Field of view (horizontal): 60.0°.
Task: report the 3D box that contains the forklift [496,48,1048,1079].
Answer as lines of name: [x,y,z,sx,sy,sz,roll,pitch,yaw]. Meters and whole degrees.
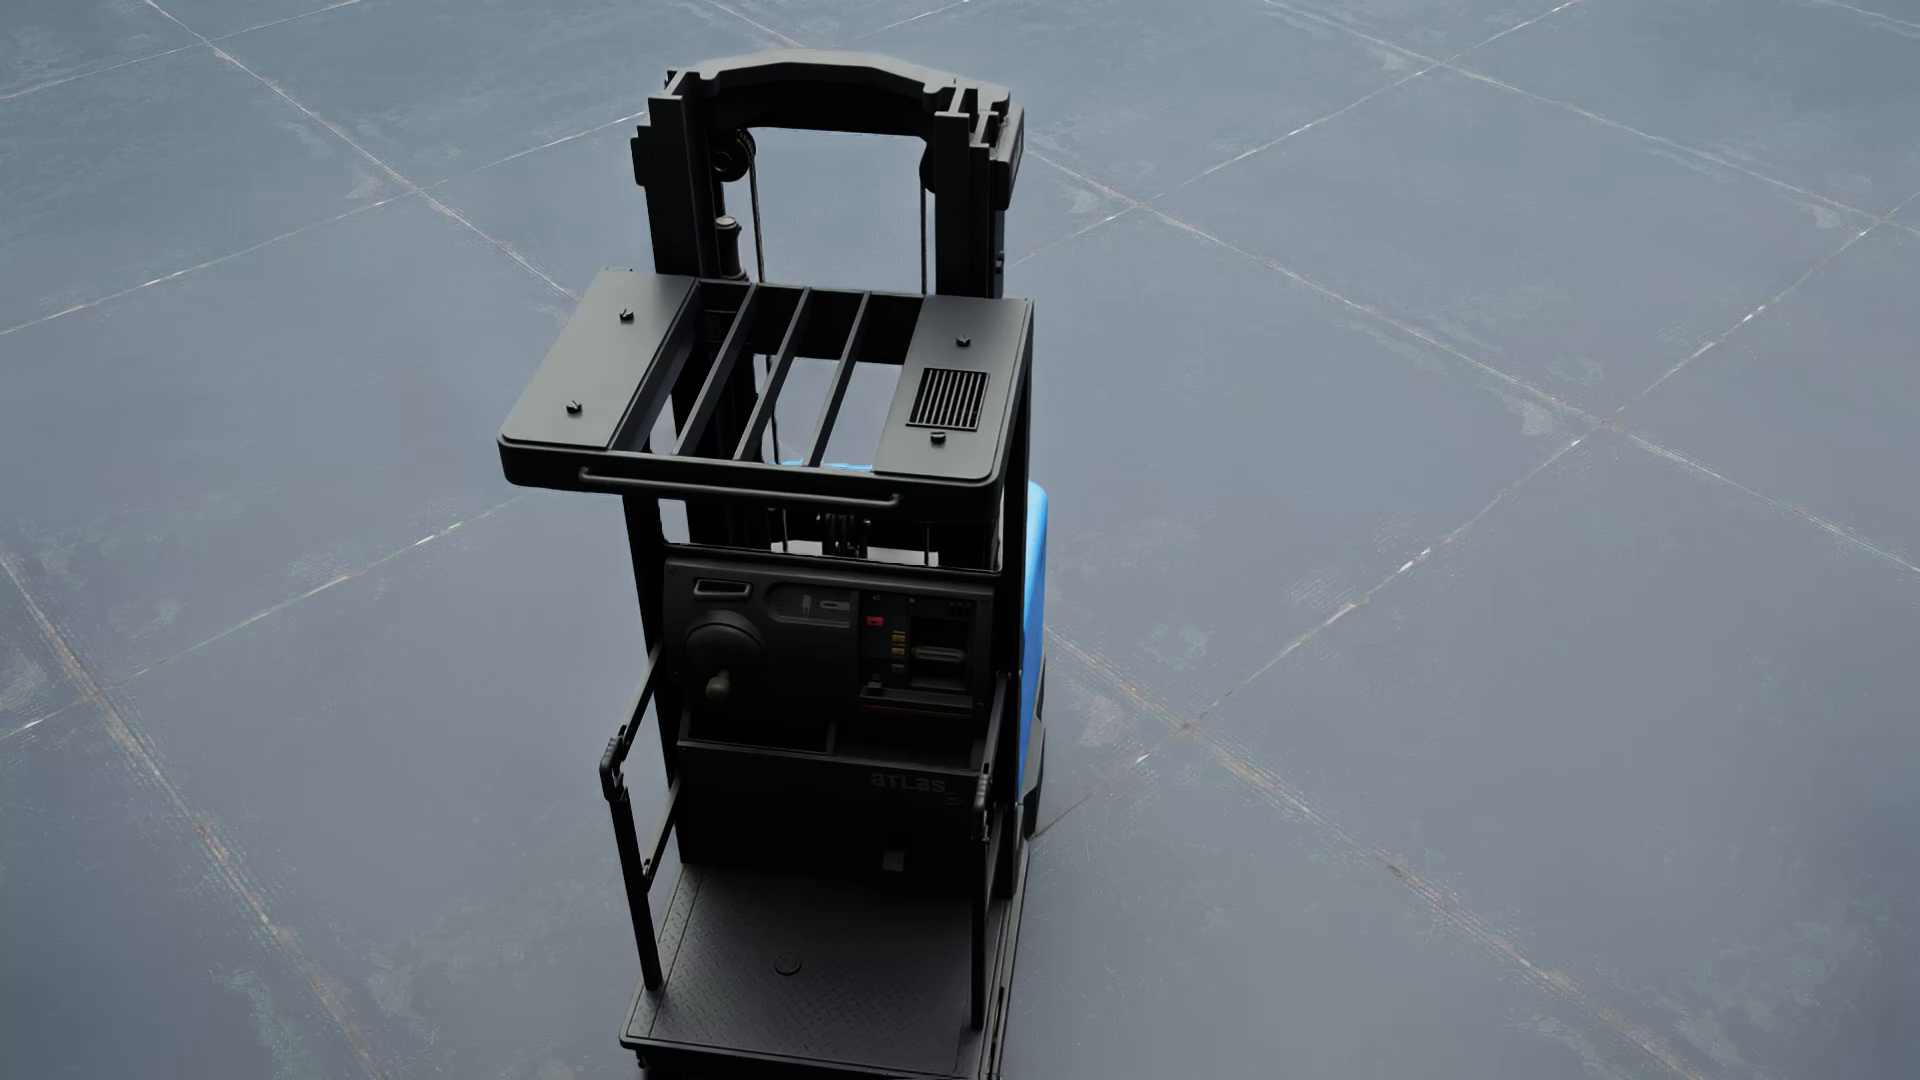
forklift: [-0.399,0.356,4.477,1.130,2.935,3.031,5,39,6]
